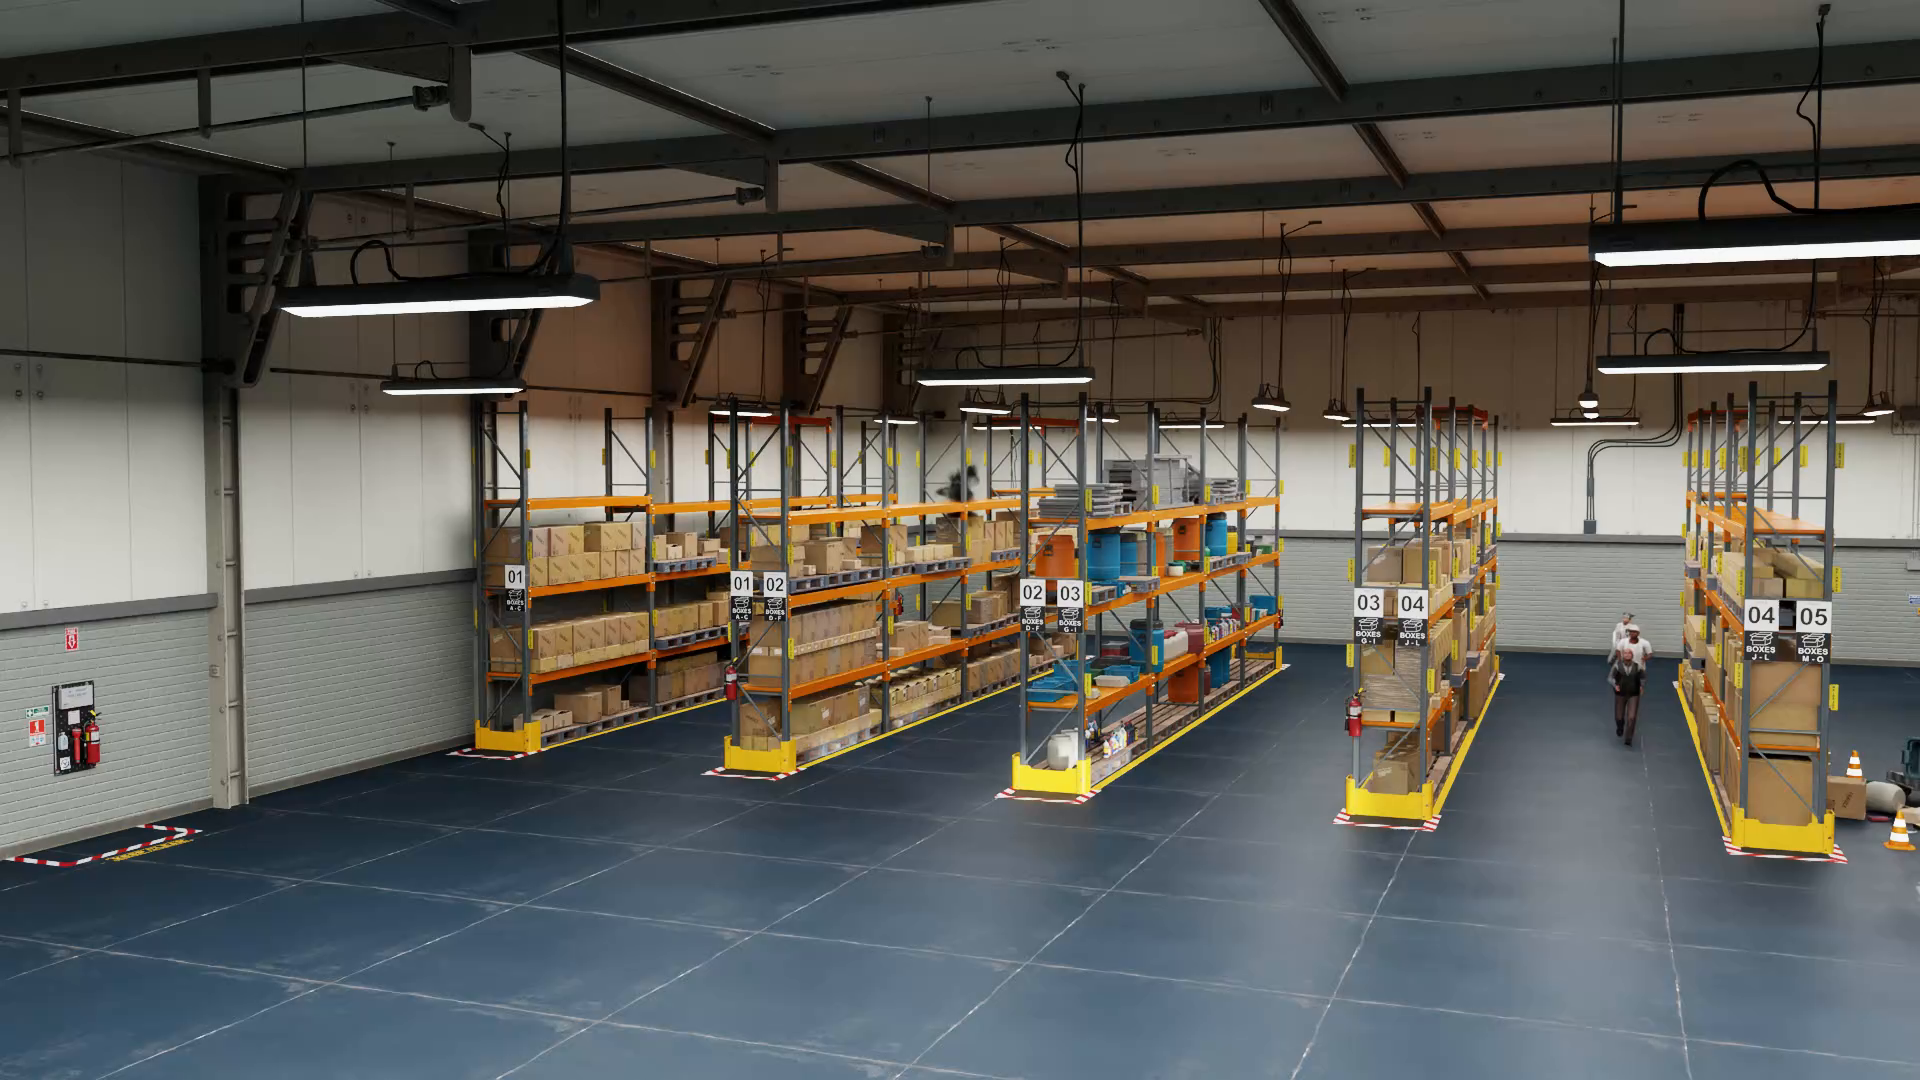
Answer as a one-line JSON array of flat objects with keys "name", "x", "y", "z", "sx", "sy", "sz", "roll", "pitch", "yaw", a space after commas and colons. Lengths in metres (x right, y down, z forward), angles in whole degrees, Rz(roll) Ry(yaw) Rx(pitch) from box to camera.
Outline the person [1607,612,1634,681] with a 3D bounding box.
[{"name": "person", "x": 14.851, "y": 2.392, "z": 37.282, "sx": 0.544, "sy": 1.588, "sz": 0.688, "roll": -2, "pitch": 4, "yaw": -39}]

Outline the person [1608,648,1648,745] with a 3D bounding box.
[{"name": "person", "x": 11.752, "y": 2.740, "z": 29.258, "sx": 0.663, "sy": 1.676, "sz": 0.672, "roll": 1, "pitch": 3, "yaw": 21}]

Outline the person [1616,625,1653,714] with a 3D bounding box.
[{"name": "person", "x": 13.211, "y": 2.548, "z": 32.581, "sx": 0.668, "sy": 1.767, "sz": 0.679, "roll": 1, "pitch": 3, "yaw": 20}]
